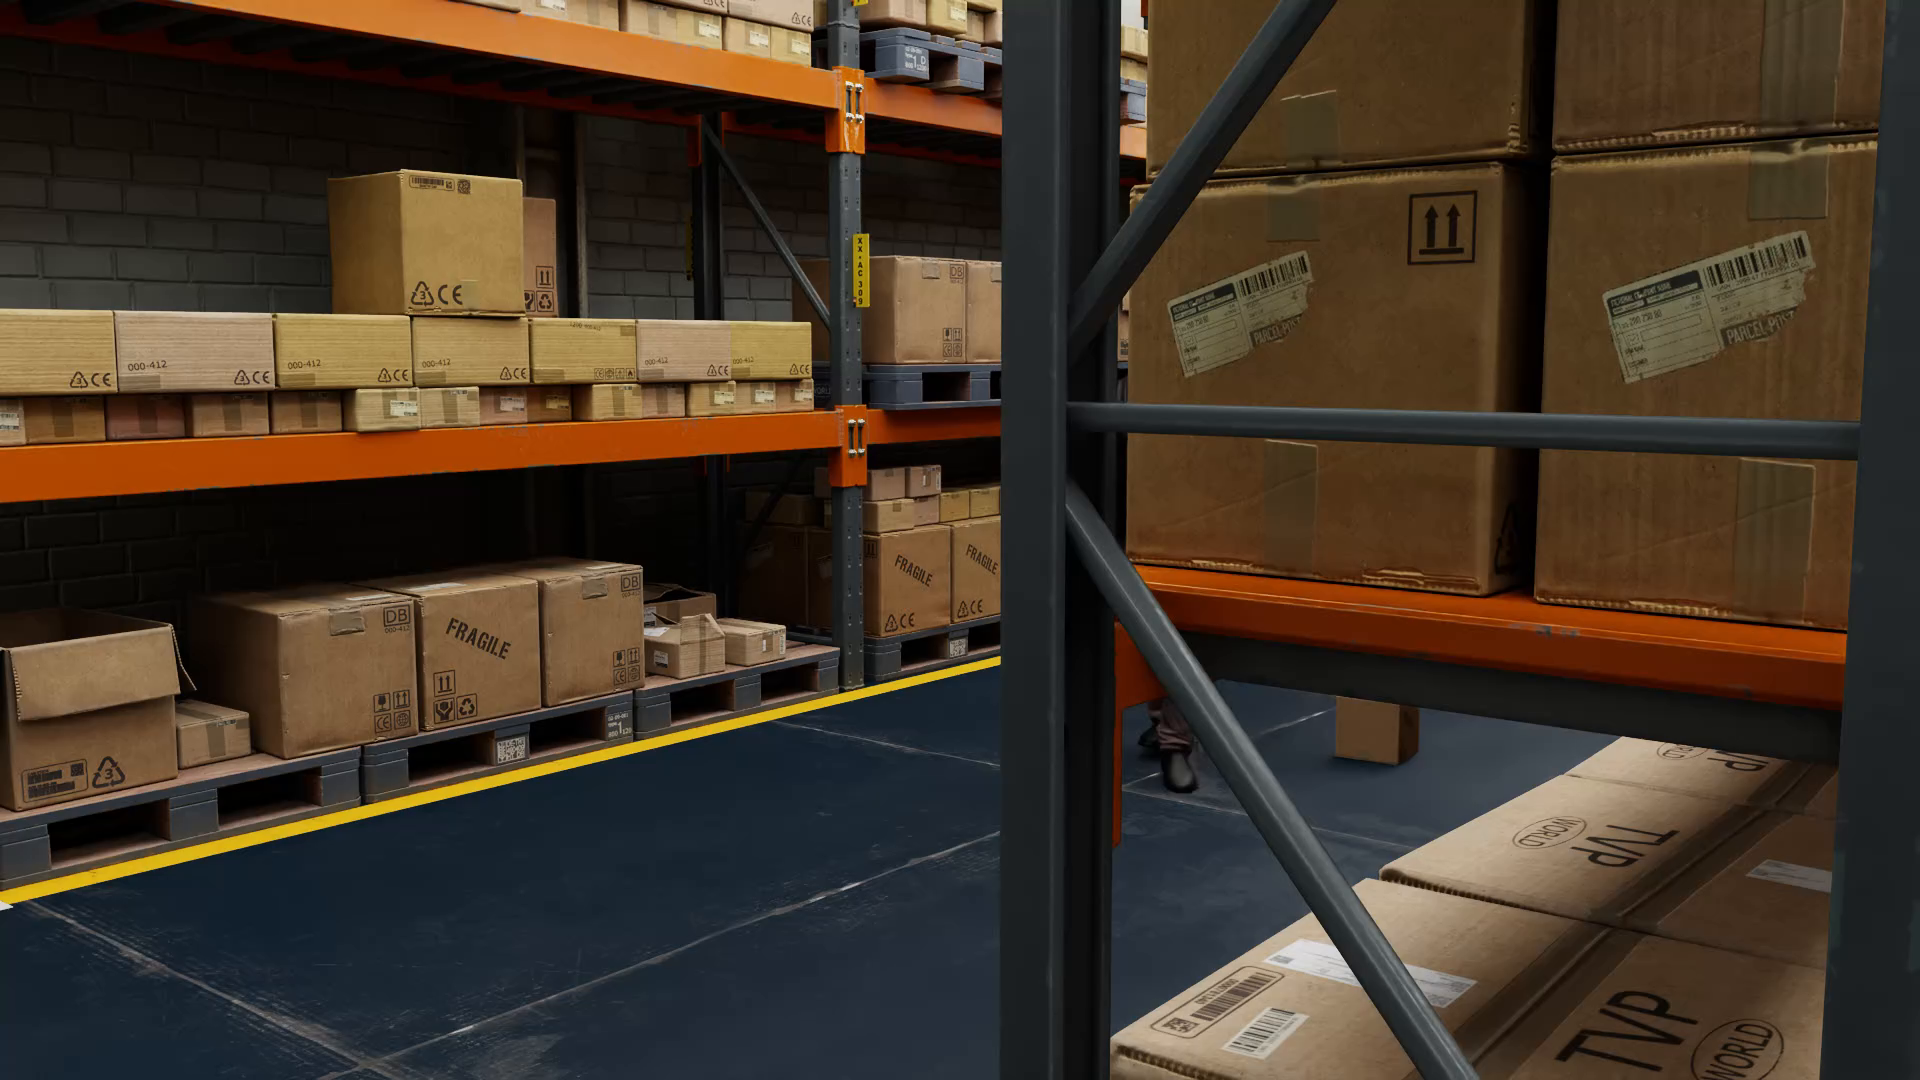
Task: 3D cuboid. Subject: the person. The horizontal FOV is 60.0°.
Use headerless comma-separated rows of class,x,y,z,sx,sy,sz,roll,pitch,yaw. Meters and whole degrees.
person,0.742,0.011,6.280,0.537,1.735,0.732,3,7,23
